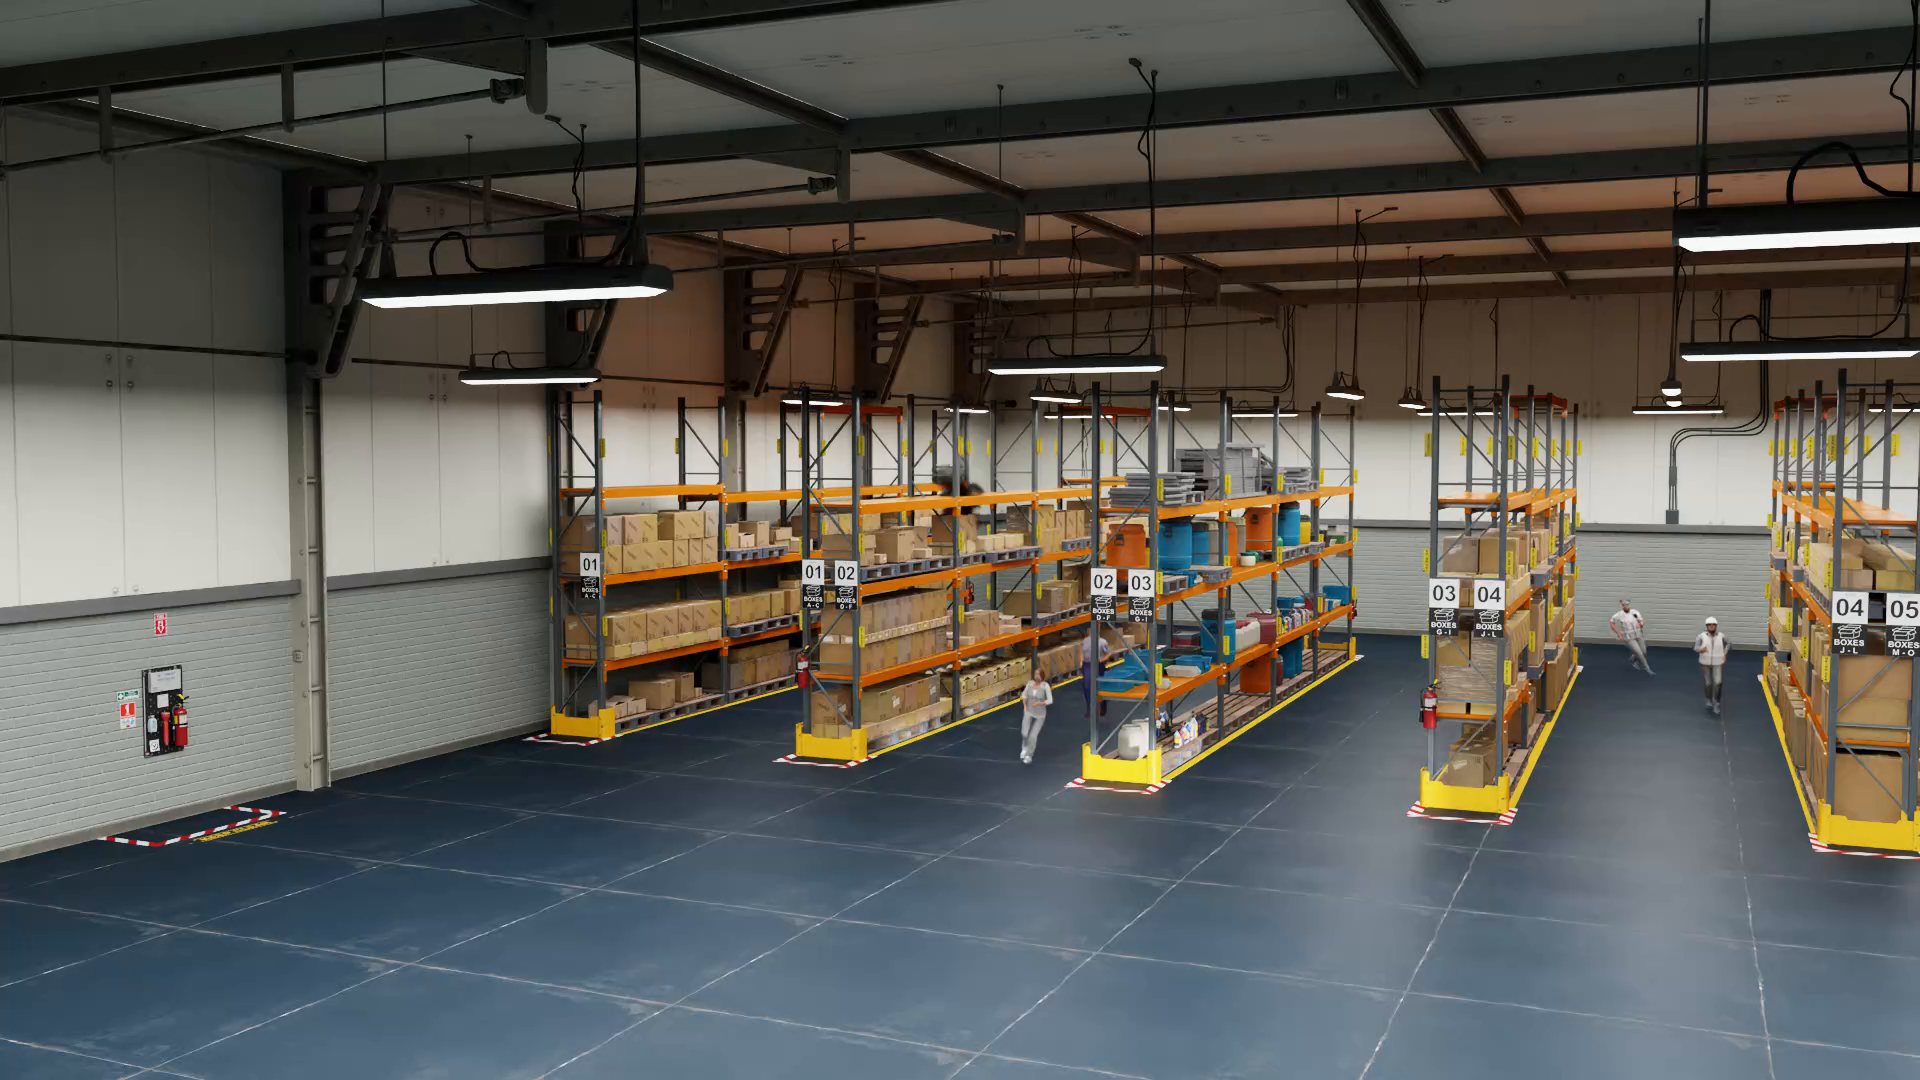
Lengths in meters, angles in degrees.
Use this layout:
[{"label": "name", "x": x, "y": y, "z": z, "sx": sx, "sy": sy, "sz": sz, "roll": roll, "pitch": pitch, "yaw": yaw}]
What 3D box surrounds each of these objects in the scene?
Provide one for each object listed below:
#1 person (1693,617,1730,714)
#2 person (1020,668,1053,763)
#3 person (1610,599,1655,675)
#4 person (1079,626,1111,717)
[{"label": "person", "x": 14.275, "y": 2.381, "z": 31.586, "sx": 0.638, "sy": 1.835, "sz": 0.777, "roll": 1, "pitch": 3, "yaw": 25}, {"label": "person", "x": 1.201, "y": 2.829, "z": 26.305, "sx": 0.545, "sy": 1.442, "sz": 0.549, "roll": 1, "pitch": 3, "yaw": 14}, {"label": "person", "x": 14.942, "y": 2.137, "z": 36.995, "sx": 0.753, "sy": 1.684, "sz": 0.765, "roll": 0, "pitch": 3, "yaw": -8}, {"label": "person", "x": 2.376, "y": 2.322, "z": 29.521, "sx": 0.613, "sy": 1.665, "sz": 0.696, "roll": 1, "pitch": 3, "yaw": 23}]
